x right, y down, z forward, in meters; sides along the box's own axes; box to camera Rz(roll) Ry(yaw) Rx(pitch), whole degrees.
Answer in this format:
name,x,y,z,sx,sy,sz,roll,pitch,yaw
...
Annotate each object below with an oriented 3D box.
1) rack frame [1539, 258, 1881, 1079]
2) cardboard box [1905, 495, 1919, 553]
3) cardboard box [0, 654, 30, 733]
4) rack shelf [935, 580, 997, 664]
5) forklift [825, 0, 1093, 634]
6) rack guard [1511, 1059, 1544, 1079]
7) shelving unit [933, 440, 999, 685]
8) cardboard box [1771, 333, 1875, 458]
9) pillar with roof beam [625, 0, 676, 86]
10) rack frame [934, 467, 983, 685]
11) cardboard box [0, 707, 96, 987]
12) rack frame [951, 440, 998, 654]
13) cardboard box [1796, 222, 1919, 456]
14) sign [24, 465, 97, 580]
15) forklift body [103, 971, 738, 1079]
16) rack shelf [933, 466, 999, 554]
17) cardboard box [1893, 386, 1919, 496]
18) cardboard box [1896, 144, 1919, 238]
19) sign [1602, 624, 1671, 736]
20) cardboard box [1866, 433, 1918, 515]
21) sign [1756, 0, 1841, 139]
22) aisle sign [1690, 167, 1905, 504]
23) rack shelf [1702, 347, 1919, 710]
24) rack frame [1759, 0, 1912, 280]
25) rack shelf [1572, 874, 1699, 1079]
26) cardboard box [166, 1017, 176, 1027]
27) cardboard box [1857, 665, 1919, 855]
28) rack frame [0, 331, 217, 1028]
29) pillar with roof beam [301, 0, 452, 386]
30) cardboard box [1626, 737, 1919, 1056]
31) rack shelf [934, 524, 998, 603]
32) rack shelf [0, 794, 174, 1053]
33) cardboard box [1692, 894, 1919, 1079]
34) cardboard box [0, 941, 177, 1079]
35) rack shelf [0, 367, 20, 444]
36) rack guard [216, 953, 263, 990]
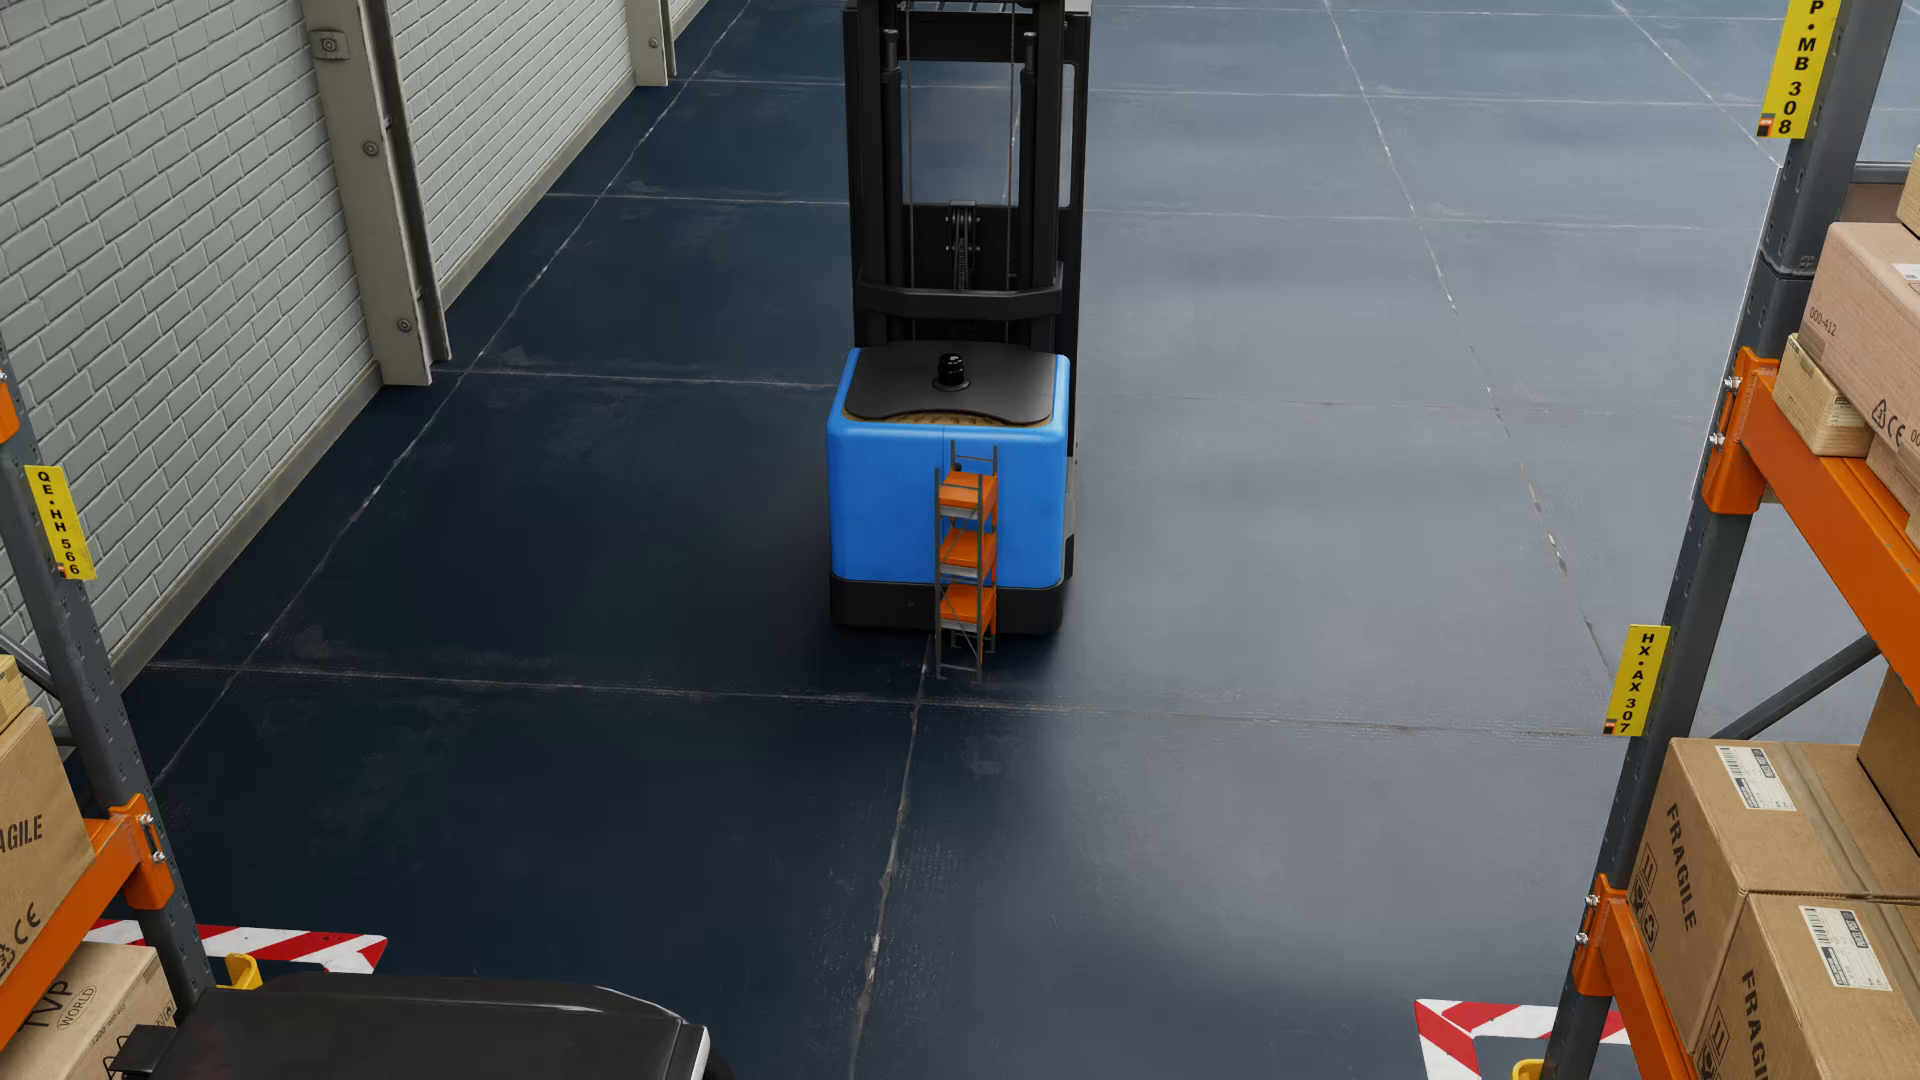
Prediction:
name,x,y,z,sx,sy,sz,roll,pitch,yaw
rack frame,2.175,0.733,4.201,1.000,3.000,0.127,2,32,4
cardboard box,1.836,0.001,2.770,0.380,0.149,0.250,3,32,5
cardboard box,-2.522,0.398,4.032,0.380,0.149,0.250,3,32,5
rack shelf,0.026,0.352,7.228,0.215,0.259,0.240,8,33,13
forklift,0.050,-1.574,8.010,1.130,2.935,3.031,2,32,4
rack guard,2.168,1.837,4.793,1.175,0.500,0.348,2,32,4
shelving unit,0.026,0.107,7.076,0.215,1.050,0.252,8,33,13
cardboard box,1.824,-0.277,3.221,0.380,0.149,0.250,2,32,4
pillar with roof beam,1.540,-7.796,12.323,9.100,9.000,0.400,2,32,4
rack frame,-0.006,0.168,6.976,0.200,1.050,0.008,8,33,13
cardboard box,-2.551,0.749,4.080,0.500,0.500,0.500,2,32,3
rack frame,0.059,0.045,7.176,0.200,1.050,0.008,8,33,13
cardboard box,1.868,-0.355,2.967,0.500,0.250,0.500,2,32,3
sign,-2.233,-0.040,4.127,0.100,0.325,0.005,2,32,4
forklift body,-1.109,1.954,3.029,2.313,2.155,1.214,2,32,4
rack shelf,0.026,-0.126,6.933,0.215,0.259,0.240,8,33,13
cardboard box,1.817,-0.092,2.541,0.500,0.250,0.500,2,32,3
cardboard box,1.942,-0.599,2.984,0.380,0.149,0.250,2,32,4
sign,1.634,0.342,4.012,0.100,0.325,0.005,2,32,4
cardboard box,1.892,-0.136,2.992,0.380,0.149,0.250,1,32,2
sign,1.634,-0.939,3.222,0.100,0.325,0.005,2,32,4
aisle sign,1.871,-0.419,3.593,0.394,0.787,0.004,2,32,4
rack shelf,2.012,0.808,1.906,1.077,0.370,4.000,2,32,4
rack frame,2.175,-1.821,2.627,1.000,3.000,0.127,2,32,4
rack shelf,2.012,2.085,2.693,1.077,0.370,4.000,2,32,4
cardboard box,-2.501,1.570,4.587,0.500,0.250,0.500,2,32,3
cardboard box,2.351,0.415,3.386,0.700,0.500,0.500,2,32,3
rack frame,-2.770,0.523,4.542,0.949,2.616,0.053,2,32,4
pillar with roof beam,1.051,-4.659,7.232,9.100,9.000,0.400,2,32,4
cardboard box,1.860,0.800,3.714,0.500,0.500,0.500,2,32,3
rack shelf,0.026,0.116,7.082,0.215,0.259,0.240,8,33,13
rack shelf,-2.936,1.875,3.034,1.077,0.370,4.000,2,32,4
cardboard box,1.821,1.071,3.275,0.500,0.500,0.500,3,32,5
cardboard box,-2.500,1.343,4.479,0.500,0.250,0.500,3,32,6
rack shelf,-2.936,0.598,2.247,1.077,0.370,4.000,2,32,4
rack guard,-2.771,1.575,5.218,1.175,0.500,0.348,2,32,4
